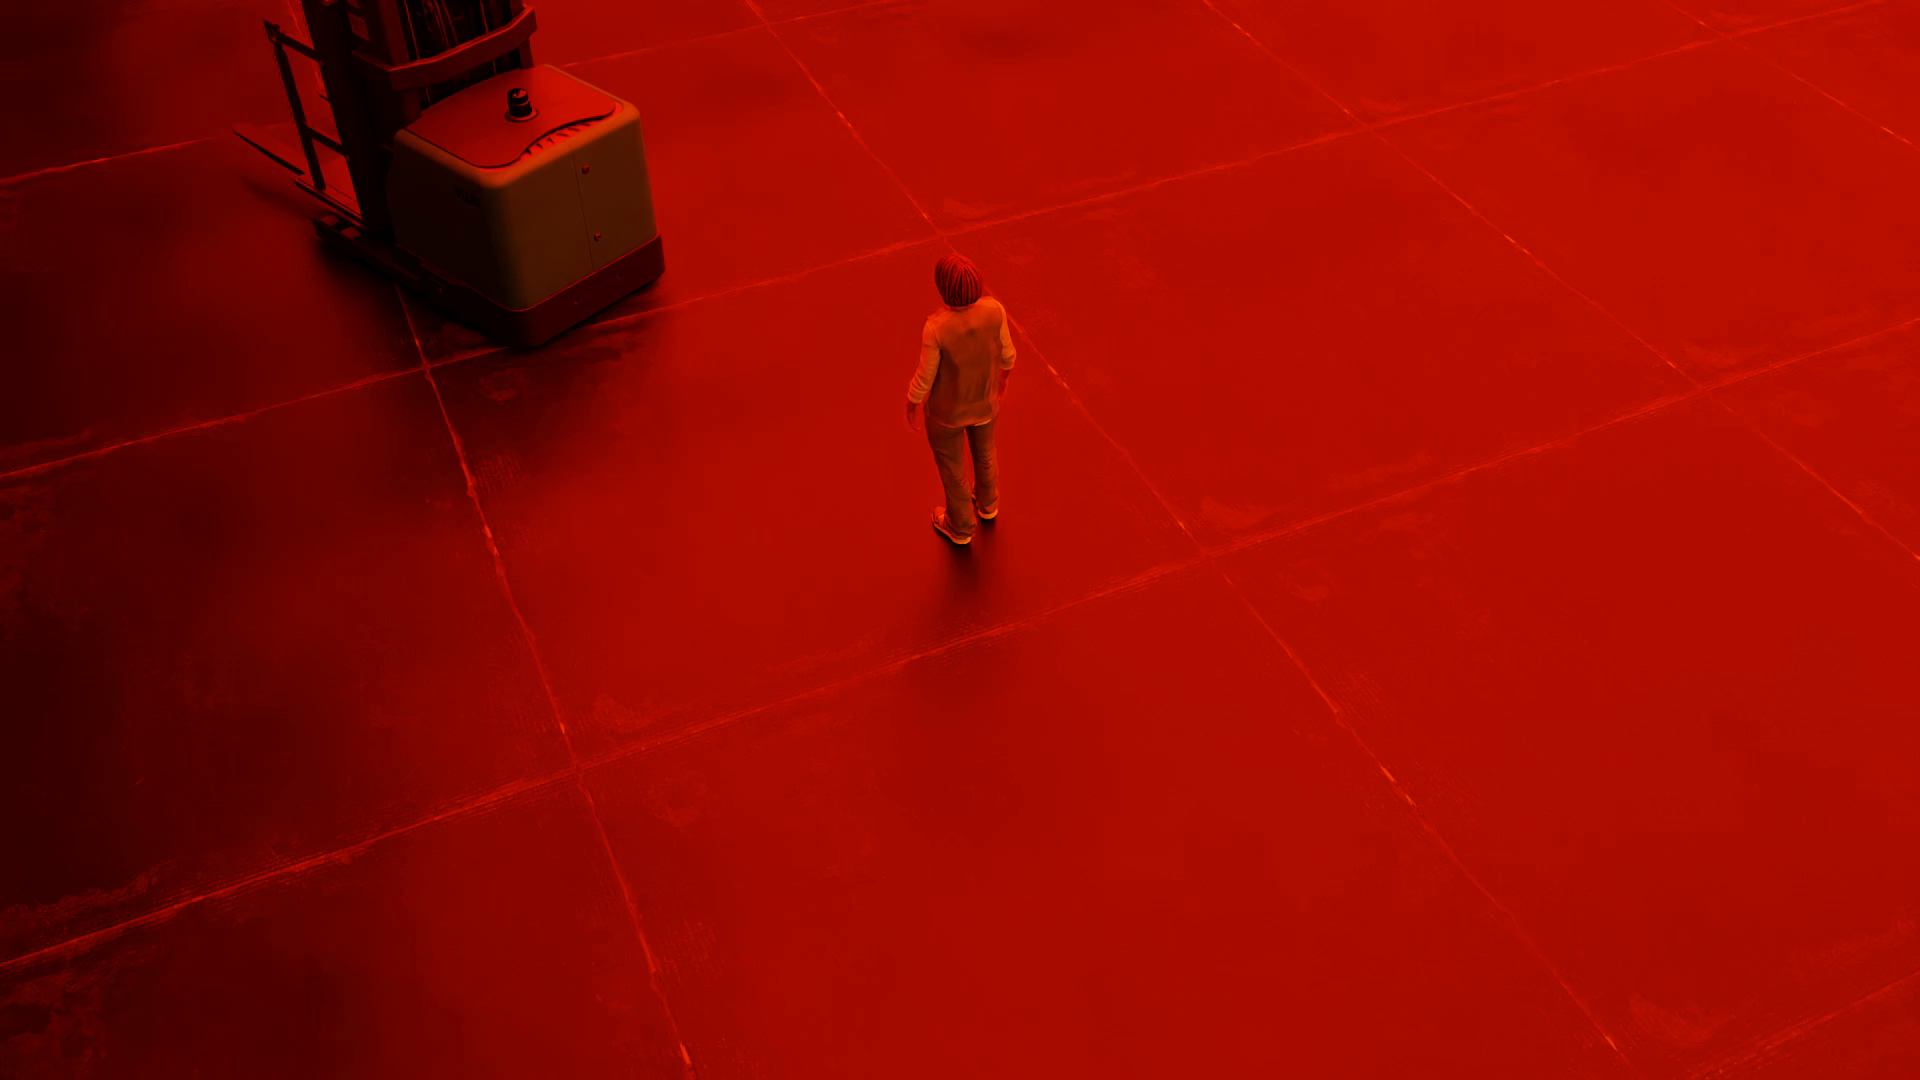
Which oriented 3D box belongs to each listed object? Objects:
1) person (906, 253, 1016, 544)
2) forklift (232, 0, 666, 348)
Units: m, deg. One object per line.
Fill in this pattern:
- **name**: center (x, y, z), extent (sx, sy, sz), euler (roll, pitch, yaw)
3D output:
- **person**: center (-0.018, -0.640, 7.332), extent (0.520, 1.599, 0.473), euler (-18, 46, -18)
- **forklift**: center (-3.107, -2.947, 8.838), extent (3.031, 2.935, 1.130), euler (30, 51, 28)
